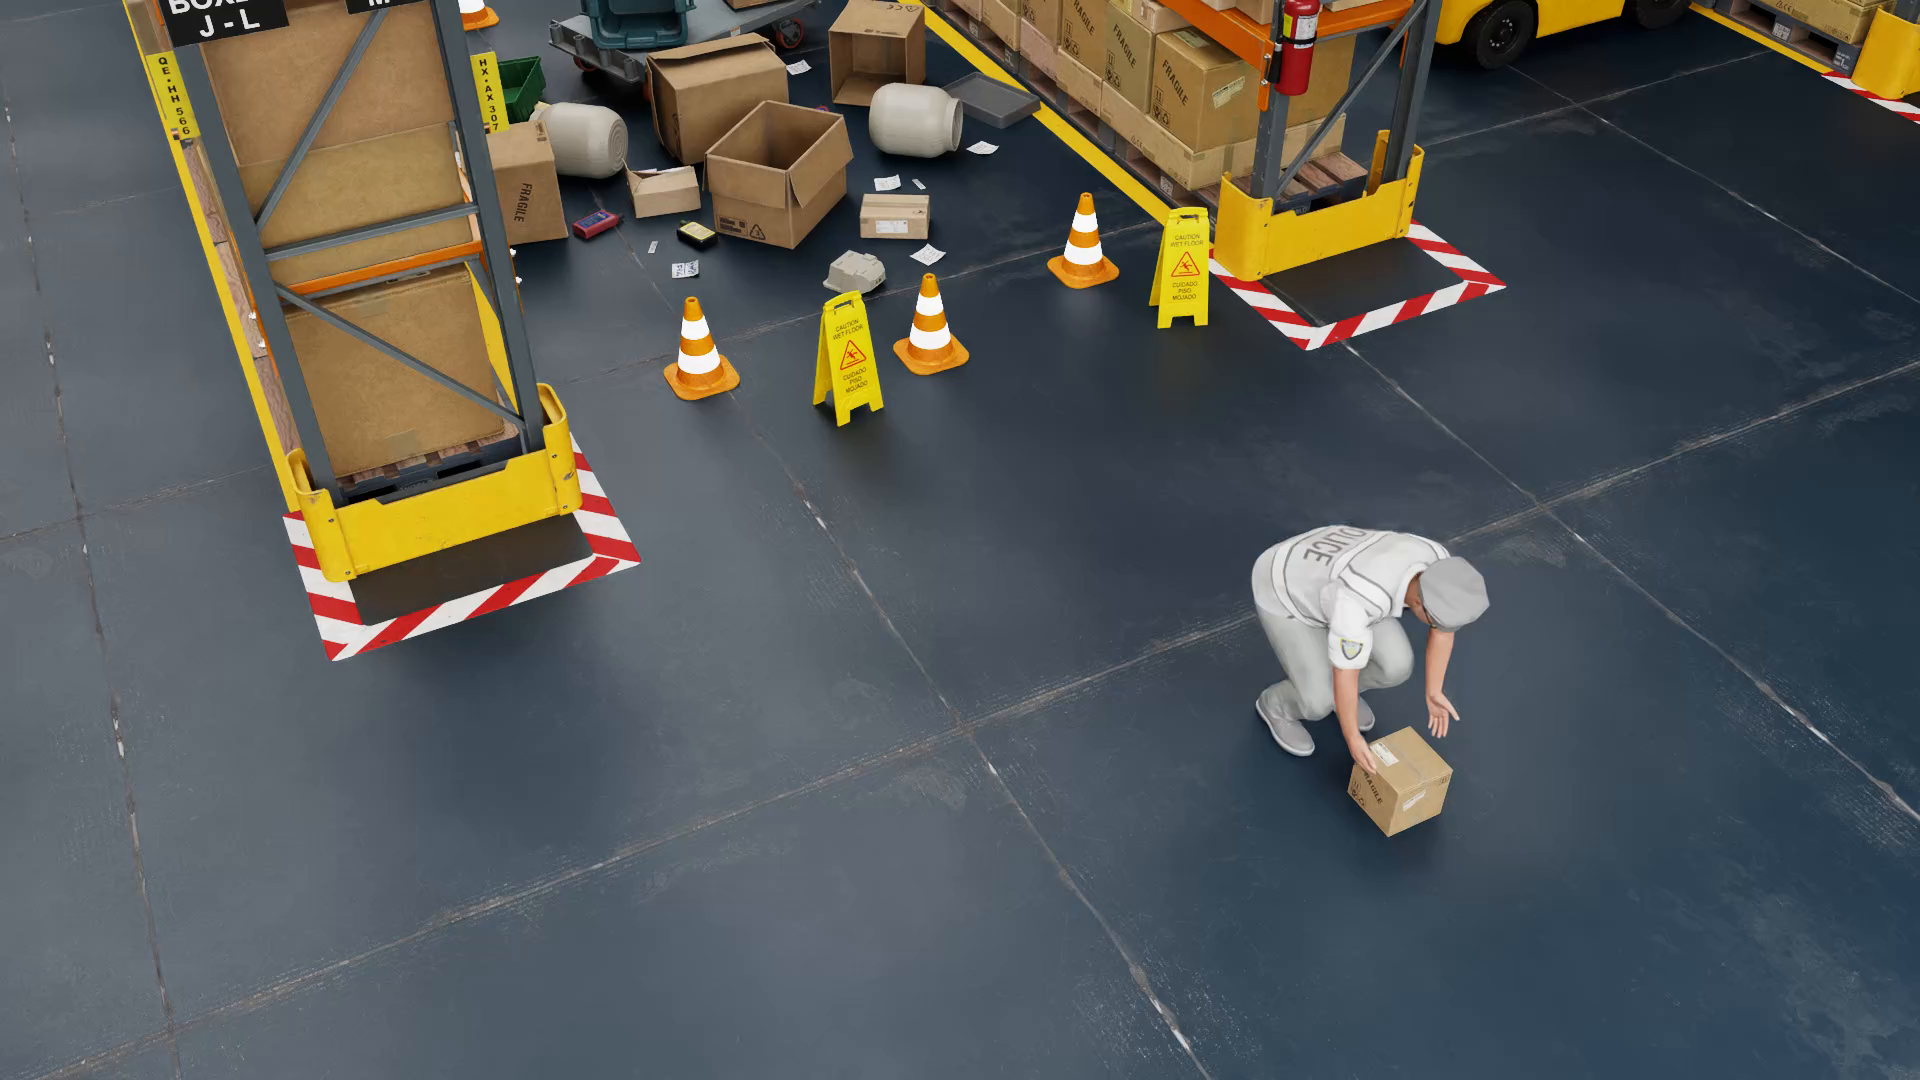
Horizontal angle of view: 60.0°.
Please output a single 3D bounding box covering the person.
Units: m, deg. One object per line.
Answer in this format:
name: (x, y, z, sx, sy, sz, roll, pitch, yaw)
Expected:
person: (1.505, 0.348, 6.235, 0.576, 1.124, 0.923, -19, 44, -20)
